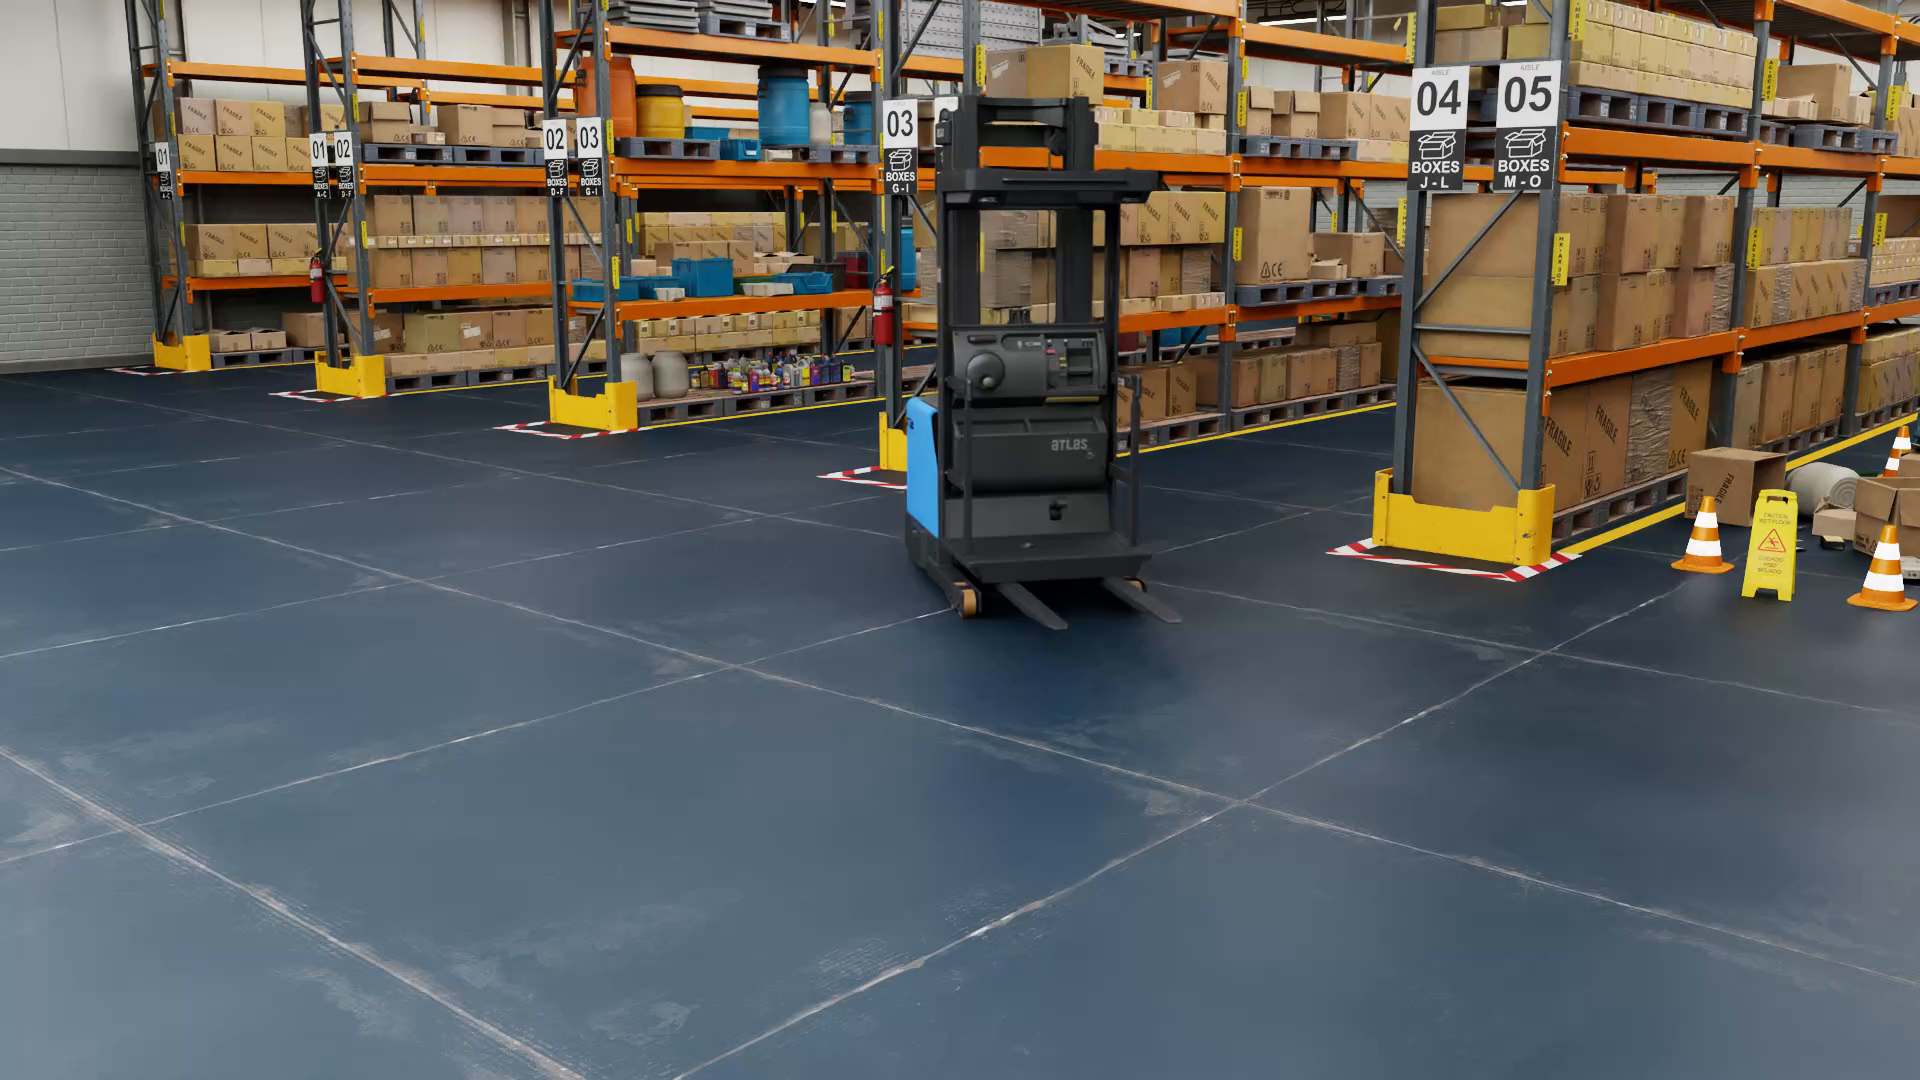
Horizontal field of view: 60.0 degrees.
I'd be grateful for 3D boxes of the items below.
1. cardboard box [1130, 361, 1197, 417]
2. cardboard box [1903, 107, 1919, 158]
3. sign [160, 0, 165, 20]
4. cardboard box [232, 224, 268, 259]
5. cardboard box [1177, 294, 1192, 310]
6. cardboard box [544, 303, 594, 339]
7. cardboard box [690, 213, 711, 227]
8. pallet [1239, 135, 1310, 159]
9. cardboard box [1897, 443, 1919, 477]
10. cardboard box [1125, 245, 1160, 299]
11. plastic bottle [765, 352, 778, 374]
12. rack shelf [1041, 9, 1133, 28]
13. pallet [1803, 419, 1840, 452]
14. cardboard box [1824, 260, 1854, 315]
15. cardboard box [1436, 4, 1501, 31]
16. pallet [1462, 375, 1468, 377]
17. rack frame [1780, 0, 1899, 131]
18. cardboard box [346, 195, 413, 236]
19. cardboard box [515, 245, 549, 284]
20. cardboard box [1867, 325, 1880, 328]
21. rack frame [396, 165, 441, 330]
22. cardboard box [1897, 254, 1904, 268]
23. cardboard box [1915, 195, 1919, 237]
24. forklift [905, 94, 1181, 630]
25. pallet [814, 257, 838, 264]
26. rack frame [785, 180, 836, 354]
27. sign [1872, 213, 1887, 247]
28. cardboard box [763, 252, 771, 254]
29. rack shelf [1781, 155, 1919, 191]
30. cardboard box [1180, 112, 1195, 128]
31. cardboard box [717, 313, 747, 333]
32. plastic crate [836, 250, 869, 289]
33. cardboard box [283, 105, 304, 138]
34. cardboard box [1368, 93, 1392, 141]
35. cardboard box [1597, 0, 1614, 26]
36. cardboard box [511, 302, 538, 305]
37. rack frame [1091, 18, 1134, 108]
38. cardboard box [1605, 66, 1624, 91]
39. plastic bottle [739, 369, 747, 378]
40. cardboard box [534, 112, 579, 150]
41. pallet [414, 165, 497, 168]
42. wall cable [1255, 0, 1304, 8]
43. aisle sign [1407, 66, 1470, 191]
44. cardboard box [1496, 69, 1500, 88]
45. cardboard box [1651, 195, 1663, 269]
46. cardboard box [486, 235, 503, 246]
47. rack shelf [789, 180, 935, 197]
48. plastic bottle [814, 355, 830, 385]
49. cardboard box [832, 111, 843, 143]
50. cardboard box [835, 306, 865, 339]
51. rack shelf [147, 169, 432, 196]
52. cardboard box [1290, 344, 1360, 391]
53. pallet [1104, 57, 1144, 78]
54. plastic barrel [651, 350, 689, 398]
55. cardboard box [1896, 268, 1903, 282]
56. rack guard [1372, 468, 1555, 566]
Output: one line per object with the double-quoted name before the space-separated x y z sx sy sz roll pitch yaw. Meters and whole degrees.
"cardboard box" 2.102 -1.570 17.222 0.500 0.500 0.500 9 15 39
"cardboard box" 9.597 -4.220 17.266 0.500 0.500 0.500 10 15 40
"sign" -10.999 -7.345 22.922 0.100 0.325 0.005 10 15 40
"cardboard box" -10.532 -4.383 24.414 0.500 0.500 0.500 10 15 41
"cardboard box" 2.093 -2.386 16.640 0.380 0.149 0.250 10 15 40
"cardboard box" -5.584 -3.122 23.718 0.500 0.500 0.500 10 15 40
"cardboard box" -4.951 -5.912 30.673 0.500 0.250 0.500 10 15 41
"pallet" 2.884 -4.099 17.397 1.213 0.211 1.003 10 15 40
"cardboard box" 7.069 -0.340 11.784 0.797 0.637 0.503 10 15 40
"cardboard box" 1.442 -2.624 16.178 0.875 0.500 0.500 10 15 40
"plastic bottle" -2.293 -2.108 20.245 0.144 0.351 0.185 9 14 38
"rack shelf" 1.559 -9.615 30.226 1.077 0.370 4.000 10 15 40
"pallet" 8.119 -1.102 16.690 1.003 0.211 1.213 10 15 40
"cardboard box" 8.270 -2.451 16.067 0.500 0.500 0.500 10 15 40
"cardboard box" 3.382 -3.486 11.125 0.380 0.149 0.250 10 15 41
"pallet" 6.419 -2.149 21.933 1.003 0.211 1.213 10 15 40
"rack frame" 8.696 -5.518 16.361 1.000 3.000 0.127 10 15 40
"cardboard box" -7.330 -4.096 20.994 0.700 0.500 0.500 10 15 41
"cardboard box" -6.008 -3.756 22.602 0.700 0.500 0.500 10 15 41
"cardboard box" 10.300 -2.359 19.258 0.500 0.250 0.500 10 15 42
"rack frame" -8.766 -4.565 26.906 1.000 3.000 0.127 10 15 40
"cardboard box" 10.015 -3.039 18.078 0.380 0.149 0.250 10 15 40
"cardboard box" 11.817 -3.884 19.933 0.500 0.500 0.500 10 15 42
"forklift" 0.464 -1.075 9.612 1.130 2.935 3.031 -3 12 -13
"pallet" -2.007 -4.528 27.212 1.213 0.211 1.003 10 15 40
"rack frame" -2.402 -4.513 26.649 1.000 3.000 0.127 10 15 40
"sign" 9.115 -3.072 16.478 0.100 0.325 0.005 10 15 40
"cardboard box" -3.849 -5.469 32.027 0.380 0.149 0.250 10 15 42
"rack shelf" 10.016 -3.988 18.198 1.077 0.370 4.000 10 15 40
"cardboard box" 2.053 -4.075 16.164 0.380 0.149 0.250 9 14 38
"cardboard box" -3.569 -3.312 25.152 0.500 0.311 0.500 10 15 42
"plastic crate" -1.234 -3.426 21.042 0.402 0.464 0.583 10 15 40
"cardboard box" -10.287 -6.318 25.167 0.500 0.500 0.500 10 15 40
"cardboard box" 4.579 -4.818 18.983 0.500 0.500 0.500 10 15 40
"cardboard box" 4.041 -3.437 10.881 0.380 0.149 0.250 10 15 41
"cardboard box" -7.622 -3.817 28.424 0.700 0.500 0.500 10 15 41
"rack frame" 2.879 -8.632 31.954 1.000 3.000 0.127 10 15 40
"cardboard box" 4.215 -3.085 11.153 0.380 0.149 0.250 10 15 41
"plastic bottle" -2.577 -1.935 19.763 0.097 0.201 0.097 0 11 0
"cardboard box" -5.573 -5.679 23.144 0.500 0.500 0.500 -11 15 -43
"pallet" -8.279 -6.020 27.017 1.213 0.211 1.003 10 15 40
"wall cable" 7.514 -12.492 34.703 3.097 2.526 0.112 10 15 40
"aisle sign" 3.143 -2.702 10.943 0.394 0.787 0.004 10 15 40
"cardboard box" 3.547 -3.131 11.385 0.380 0.149 0.250 10 15 41
"cardboard box" 4.707 -2.304 12.447 0.875 0.550 0.500 10 15 40
"cardboard box" -6.247 -3.959 21.964 0.380 0.149 0.250 10 15 41
"rack shelf" -1.082 -5.926 27.899 1.077 0.370 4.000 10 15 40
"plastic bottle" -1.659 -2.040 19.907 0.144 0.351 0.185 9 14 38
"cardboard box" -2.109 -6.587 26.565 0.500 0.500 0.500 10 15 40
"cardboard box" -1.887 -3.533 27.001 0.500 0.500 0.500 11 15 43
"rack shelf" -10.086 -5.388 25.210 1.077 0.370 4.000 10 15 40
"cardboard box" 4.253 -2.037 19.512 0.700 0.500 0.500 8 14 36
"pallet" 1.816 -6.627 23.421 1.213 0.211 1.003 10 15 40
"plastic barrel" -3.257 -1.862 18.653 0.421 0.512 0.421 0 11 0
"cardboard box" 10.017 -2.893 18.109 0.380 0.149 0.250 10 15 41
"rack guard" 3.399 -0.169 11.283 1.175 0.500 0.348 10 15 40
